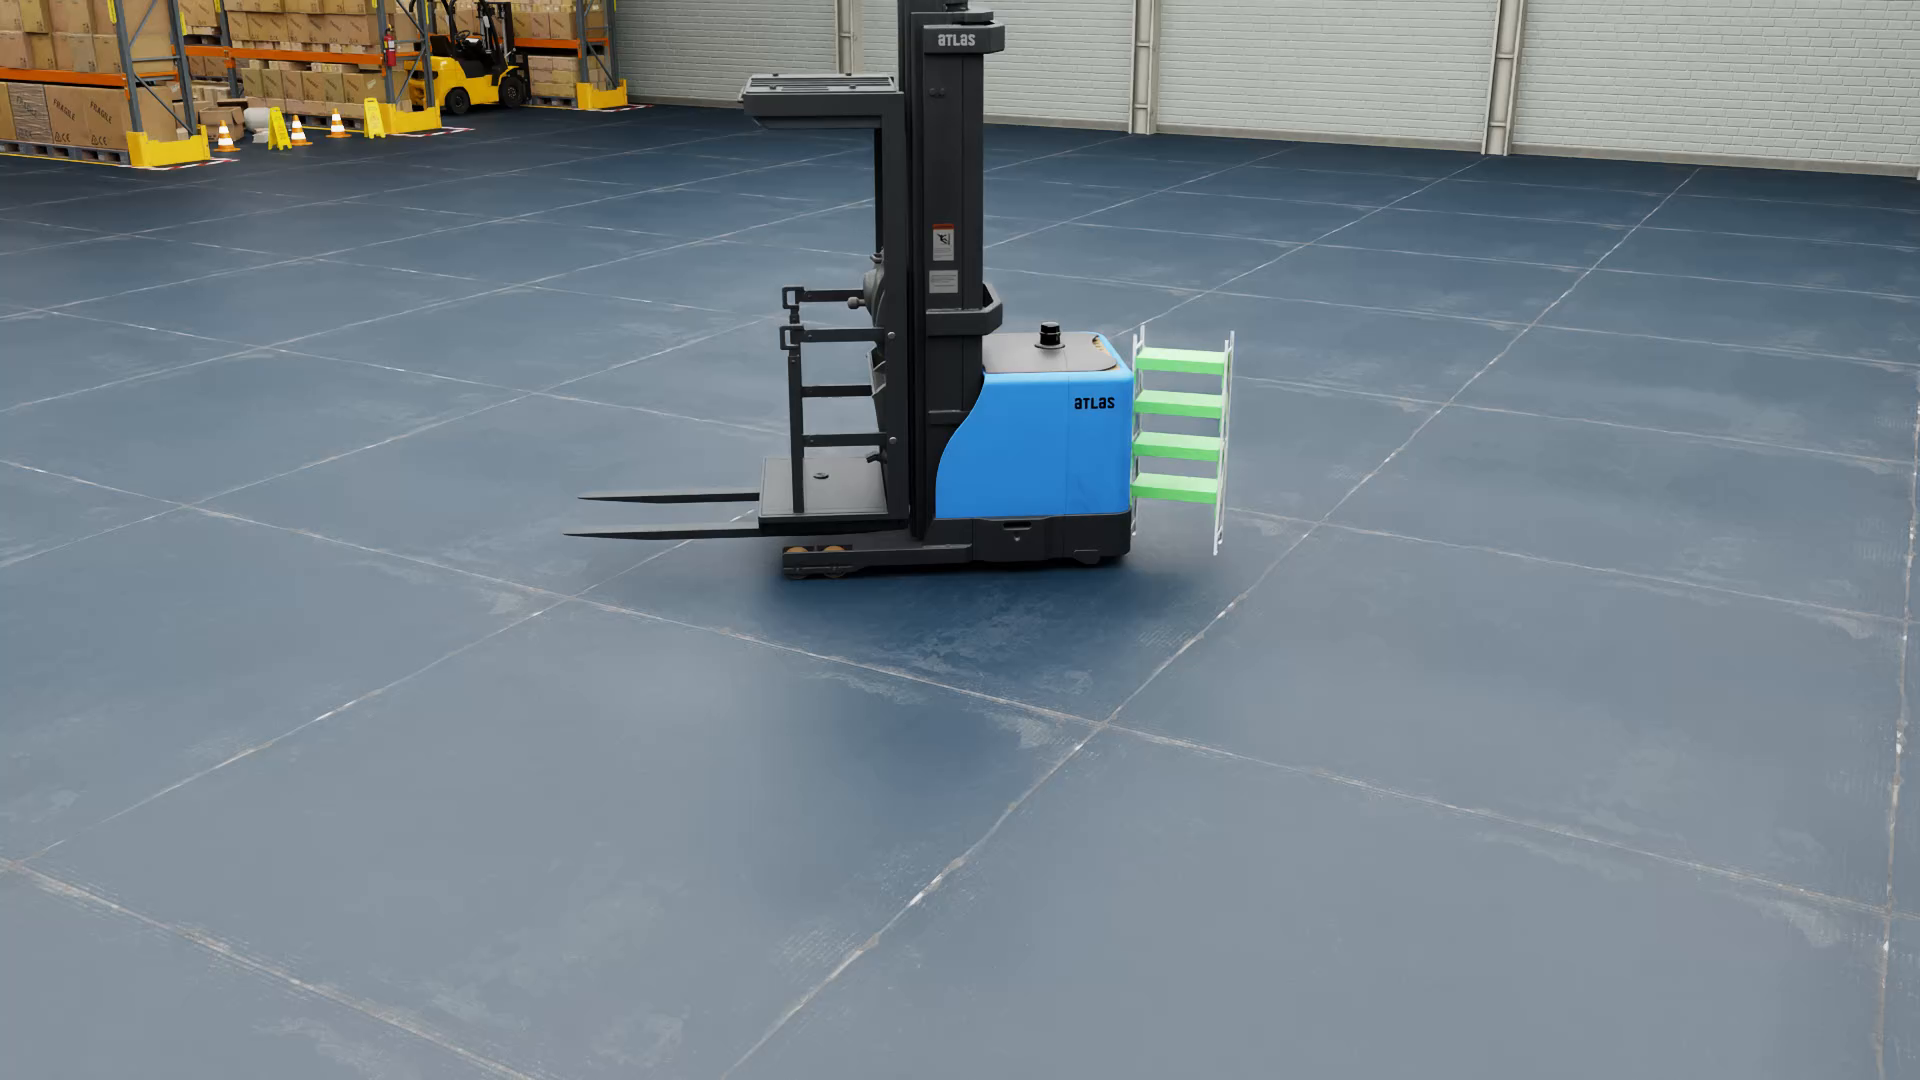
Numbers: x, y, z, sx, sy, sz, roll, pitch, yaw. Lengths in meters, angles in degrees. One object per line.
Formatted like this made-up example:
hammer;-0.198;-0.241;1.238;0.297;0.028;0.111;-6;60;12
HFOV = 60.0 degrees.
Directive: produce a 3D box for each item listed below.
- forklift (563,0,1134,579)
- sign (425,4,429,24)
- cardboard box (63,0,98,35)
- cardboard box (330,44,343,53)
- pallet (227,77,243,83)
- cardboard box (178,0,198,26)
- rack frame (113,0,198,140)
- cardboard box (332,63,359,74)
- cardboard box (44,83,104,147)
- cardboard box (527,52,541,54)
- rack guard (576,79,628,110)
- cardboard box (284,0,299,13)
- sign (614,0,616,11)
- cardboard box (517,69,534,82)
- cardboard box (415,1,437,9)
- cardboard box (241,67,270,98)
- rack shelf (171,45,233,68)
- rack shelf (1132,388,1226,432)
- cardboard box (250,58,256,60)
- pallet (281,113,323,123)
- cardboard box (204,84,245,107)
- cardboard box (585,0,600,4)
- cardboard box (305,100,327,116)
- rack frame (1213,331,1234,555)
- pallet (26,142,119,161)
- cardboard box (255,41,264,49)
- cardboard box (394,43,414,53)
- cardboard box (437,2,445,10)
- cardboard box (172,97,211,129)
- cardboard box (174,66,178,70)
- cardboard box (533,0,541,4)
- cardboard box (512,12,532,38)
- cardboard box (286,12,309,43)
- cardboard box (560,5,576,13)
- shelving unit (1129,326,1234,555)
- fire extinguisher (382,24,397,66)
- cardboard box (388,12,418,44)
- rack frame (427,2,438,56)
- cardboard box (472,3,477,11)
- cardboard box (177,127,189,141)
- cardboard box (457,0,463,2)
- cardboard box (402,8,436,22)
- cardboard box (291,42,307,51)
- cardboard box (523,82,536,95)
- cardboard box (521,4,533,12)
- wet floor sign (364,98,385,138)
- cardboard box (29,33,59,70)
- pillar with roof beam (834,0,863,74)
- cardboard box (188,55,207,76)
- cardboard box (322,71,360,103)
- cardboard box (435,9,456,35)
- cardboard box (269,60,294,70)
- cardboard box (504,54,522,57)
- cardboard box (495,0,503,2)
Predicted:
forklift;-0.624;-1.359;8.814;3.031;2.935;1.130;-2;20;-5
sign;-9.303;-9.161;28.950;0.005;0.325;0.100;11;23;27
cardboard box;-12.724;-7.817;24.712;0.550;0.550;0.875;11;23;27
cardboard box;-10.727;-8.564;28.945;0.250;0.149;0.380;11;23;28
pallet;-15.829;-10.428;37.805;1.213;0.211;1.003;11;23;27
cardboard box;-14.009;-9.732;30.597;0.500;0.500;0.500;11;23;28
rack frame;-11.894;-7.102;24.544;0.127;3.000;1.000;11;23;27
cardboard box;-10.748;-8.251;29.078;0.250;0.149;0.380;12;23;29
cardboard box;-13.287;-6.539;25.493;0.875;0.875;0.875;10;22;26
cardboard box;-8.791;-9.837;34.035;0.500;0.250;0.500;10;22;26
rack guard;-7.129;-8.891;33.143;0.348;0.500;1.175;11;23;27
cardboard box;-11.422;-9.534;29.200;0.500;0.500;0.700;11;22;27
sign;-6.875;-10.679;33.020;0.005;0.325;0.100;11;23;27
cardboard box;-8.621;-9.364;33.465;0.500;0.250;0.500;10;22;26
cardboard box;-11.049;-11.078;34.409;0.250;0.149;0.380;12;23;29
cardboard box;-12.677;-8.336;30.264;0.500;0.500;0.500;12;23;30
rack shelf;-14.806;-9.252;31.526;4.000;0.370;1.077;11;23;27
rack shelf;1.199;-0.708;9.041;0.480;0.148;0.258;6;21;15
cardboard box;-15.499;-10.602;37.244;0.500;0.500;0.500;12;23;30
pallet;-12.456;-7.845;30.683;1.213;0.211;1.003;11;23;27
cardboard box;-13.519;-8.306;31.101;0.625;0.372;0.950;11;23;28
cardboard box;-7.339;-10.682;32.879;0.250;0.149;0.380;10;22;26
cardboard box;-11.313;-7.725;29.679;0.500;0.250;0.500;10;22;25
rack frame;1.433;-0.519;9.037;0.015;1.200;0.240;6;21;15
pallet;-13.691;-6.104;25.882;1.213;0.211;1.003;11;23;27
cardboard box;-12.449;-8.930;29.952;0.250;0.149;0.380;11;23;27
cardboard box;-9.763;-8.592;29.021;0.250;0.149;0.380;11;23;28
cardboard box;-10.492;-10.956;34.072;0.250;0.149;0.380;10;22;26
cardboard box;-13.156;-7.174;28.205;0.503;0.637;0.797;11;23;27
cardboard box;-18.256;-10.928;38.658;0.250;0.149;0.380;10;22;26
cardboard box;-8.219;-10.690;32.901;0.250;0.149;0.380;11;23;28
cardboard box;-8.604;-10.295;33.201;0.500;0.500;0.500;10;22;26
cardboard box;-11.479;-9.046;29.321;0.500;0.500;0.500;11;23;28
cardboard box;-7.590;-10.397;32.529;0.250;0.149;0.380;11;23;28
shelving unit;1.199;-0.543;9.101;0.503;1.200;0.258;6;21;15
fire extinguisher;-9.693;-8.399;28.235;0.183;0.674;0.296;11;23;27
cardboard box;-9.846;-8.940;29.030;0.500;0.500;0.500;10;22;26
rack frame;-10.642;-10.736;34.562;0.127;3.000;1.000;11;23;27
cardboard box;-9.617;-10.771;33.563;0.250;0.149;0.380;11;22;27
cardboard box;-12.987;-6.744;27.567;0.258;0.266;0.396;16;25;36
cardboard box;-10.010;-11.030;33.839;0.250;0.149;0.380;10;22;26
cardboard box;-11.196;-10.906;34.517;0.500;0.250;0.500;10;22;26
cardboard box;-11.596;-8.742;29.435;0.250;0.149;0.380;11;23;27
cardboard box;-8.577;-9.131;33.554;0.500;0.250;0.500;11;23;28
cardboard box;-8.491;-10.567;32.998;0.250;0.149;0.380;10;22;26
wet floor sign;-9.924;-7.135;28.089;0.267;0.644;0.232;-16;26;-38
cardboard box;-13.641;-7.512;25.454;0.500;0.550;0.875;11;23;27
pillar with roof beam;-4.180;-10.995;26.480;0.400;9.000;9.100;11;23;27
cardboard box;-17.314;-10.941;38.178;0.500;0.500;0.500;12;23;30
cardboard box;-10.852;-7.991;29.312;0.500;0.500;0.500;12;23;29
cardboard box;-10.382;-10.631;34.127;0.500;0.500;0.500;10;22;26
cardboard box;-12.147;-8.517;29.812;0.250;0.149;0.380;12;23;29
cardboard box;-9.037;-9.680;33.601;0.500;0.250;0.500;10;22;26
cardboard box;-9.119;-10.859;33.369;0.250;0.149;0.380;11;23;28
